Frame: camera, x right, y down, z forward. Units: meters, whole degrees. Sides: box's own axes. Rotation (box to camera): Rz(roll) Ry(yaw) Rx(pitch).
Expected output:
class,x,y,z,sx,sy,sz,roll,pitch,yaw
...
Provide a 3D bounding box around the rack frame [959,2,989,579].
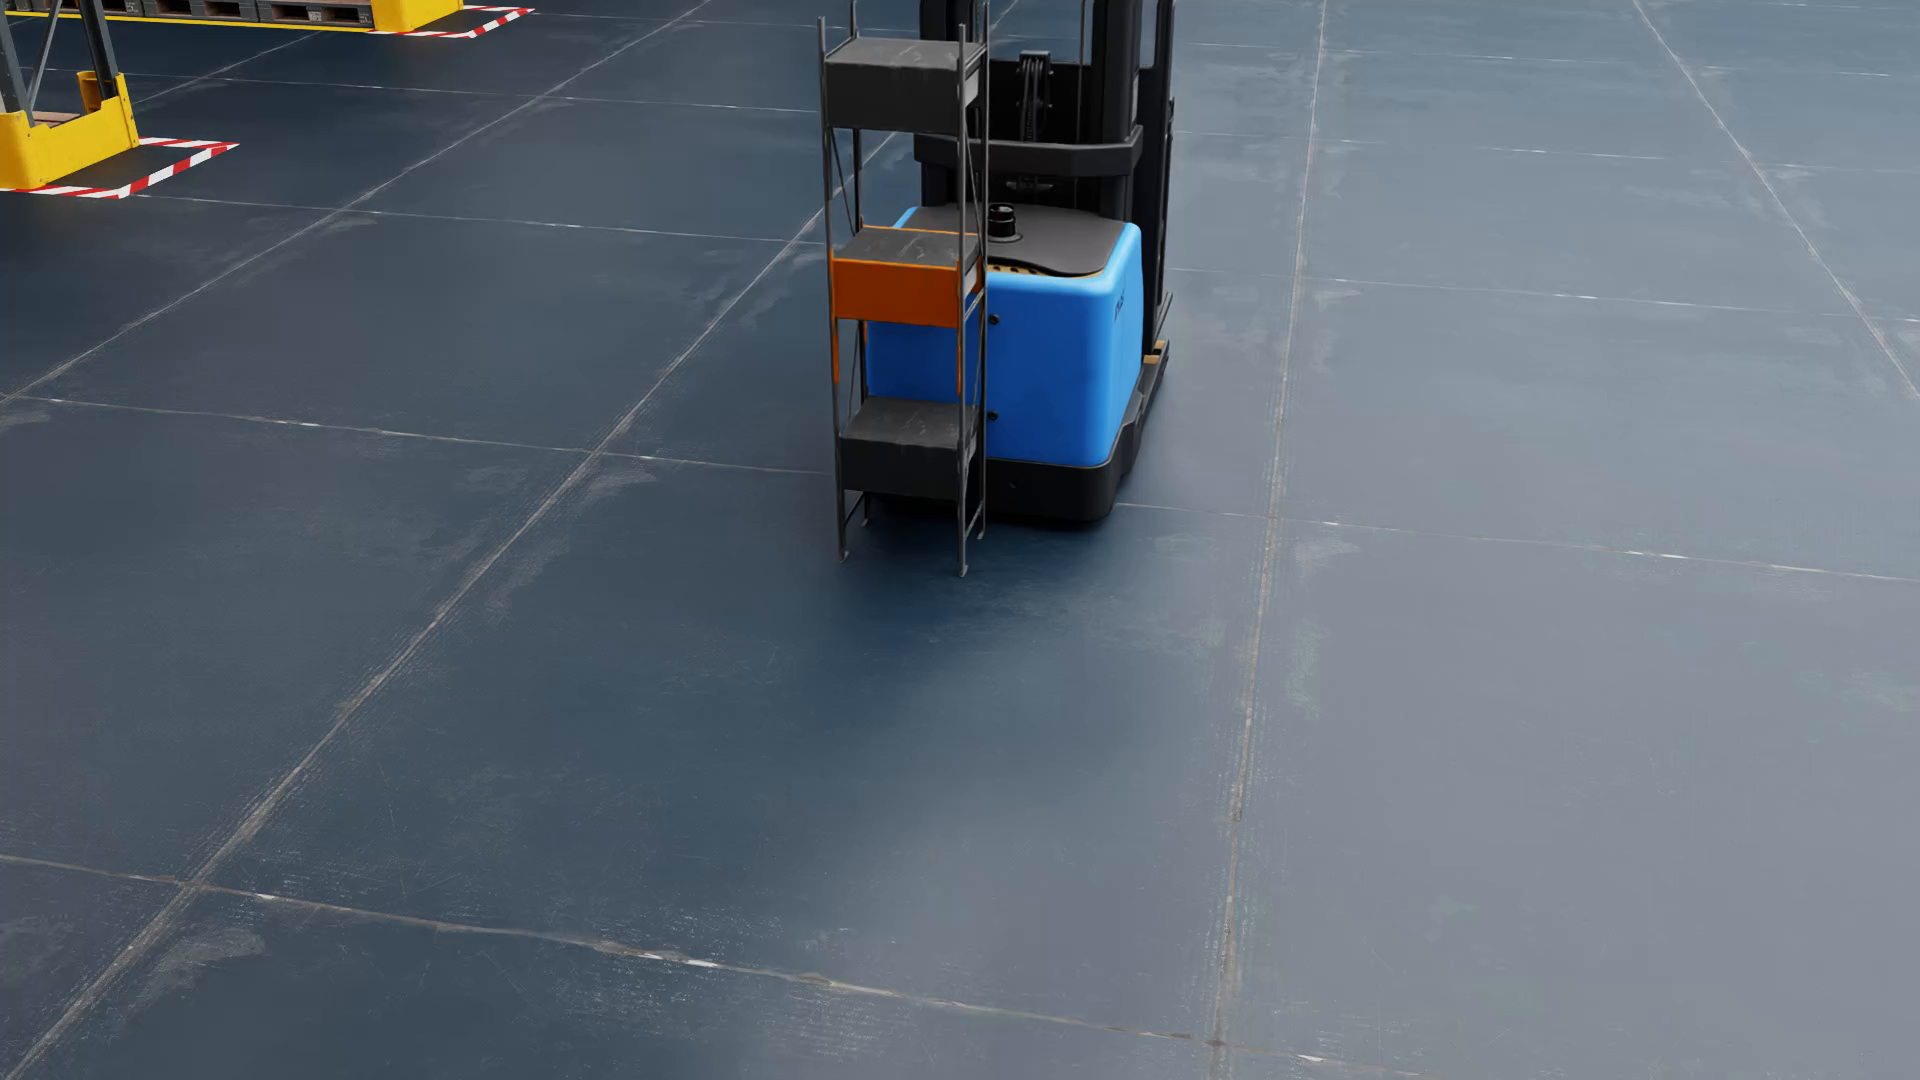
class,x,y,z,sx,sy,sz,roll,pitch,yaw
rack frame,0.050,-0.863,6.140,0.015,2.100,0.400,7,29,12

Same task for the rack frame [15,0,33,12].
class,x,y,z,sx,sy,sz,roll,pitch,yaw
rack frame,-8.955,-6.653,15.779,0.127,3.000,1.000,6,29,11

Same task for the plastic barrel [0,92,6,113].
class,x,y,z,sx,sy,sz,roll,pitch,yaw
plastic barrel,-6.737,-3.049,11.349,0.421,0.512,0.421,0,29,0

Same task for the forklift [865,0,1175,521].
class,x,y,z,sx,sy,sz,roll,pitch,yaw
forklift,0.423,-2.054,7.450,1.130,2.935,3.031,7,29,12

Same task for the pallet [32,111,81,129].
class,x,y,z,sx,sy,sz,roll,pitch,yaw
pallet,-6.955,-2.772,11.594,1.213,0.211,1.003,6,29,11

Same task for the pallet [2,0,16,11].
class,x,y,z,sx,sy,sz,roll,pitch,yaw
pallet,-9.716,-5.507,16.590,1.213,0.211,1.003,6,29,11

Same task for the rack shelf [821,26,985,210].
class,x,y,z,sx,sy,sz,roll,pitch,yaw
rack shelf,-0.187,-1.492,5.860,0.480,0.518,0.431,7,29,12

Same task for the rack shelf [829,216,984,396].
class,x,y,z,sx,sy,sz,roll,pitch,yaw
rack shelf,-0.187,-0.878,6.196,0.480,0.518,0.431,7,29,12

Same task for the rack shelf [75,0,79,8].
class,x,y,z,sx,sy,sz,roll,pitch,yaw
rack shelf,-8.033,-3.811,11.337,4.000,0.370,1.077,6,29,11

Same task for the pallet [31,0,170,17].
class,x,y,z,sx,sy,sz,roll,pitch,yaw
pallet,-8.290,-5.379,16.356,1.213,0.211,1.003,6,29,11

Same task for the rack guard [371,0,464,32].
class,x,y,z,sx,sy,sz,roll,pitch,yaw
rack guard,-5.117,-5.163,15.660,0.348,0.500,1.175,6,29,11

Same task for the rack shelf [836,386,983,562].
class,x,y,z,sx,sy,sz,roll,pitch,yaw
rack shelf,-0.187,-0.264,6.532,0.480,0.518,0.431,7,29,12

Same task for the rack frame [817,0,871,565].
class,x,y,z,sx,sy,sz,roll,pitch,yaw
rack frame,-0.425,-0.917,6.239,0.015,2.100,0.400,7,29,12

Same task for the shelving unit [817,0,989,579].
class,x,y,z,sx,sy,sz,roll,pitch,yaw
shelving unit,-0.187,-0.890,6.190,0.503,2.100,0.431,7,29,12

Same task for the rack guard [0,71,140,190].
class,x,y,z,sx,sy,sz,roll,pitch,yaw
rack guard,-6.161,-2.815,11.371,0.348,0.500,1.175,6,29,11

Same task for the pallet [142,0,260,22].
class,x,y,z,sx,sy,sz,roll,pitch,yaw
pallet,-7.094,-5.258,16.134,1.213,0.211,1.003,6,29,11

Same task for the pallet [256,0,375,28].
class,x,y,z,sx,sy,sz,roll,pitch,yaw
pallet,-5.904,-5.135,15.909,1.213,0.211,1.003,6,29,11

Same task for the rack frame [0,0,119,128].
class,x,y,z,sx,sy,sz,roll,pitch,yaw
rack frame,-6.077,-3.926,10.798,0.127,3.000,1.000,6,29,11
